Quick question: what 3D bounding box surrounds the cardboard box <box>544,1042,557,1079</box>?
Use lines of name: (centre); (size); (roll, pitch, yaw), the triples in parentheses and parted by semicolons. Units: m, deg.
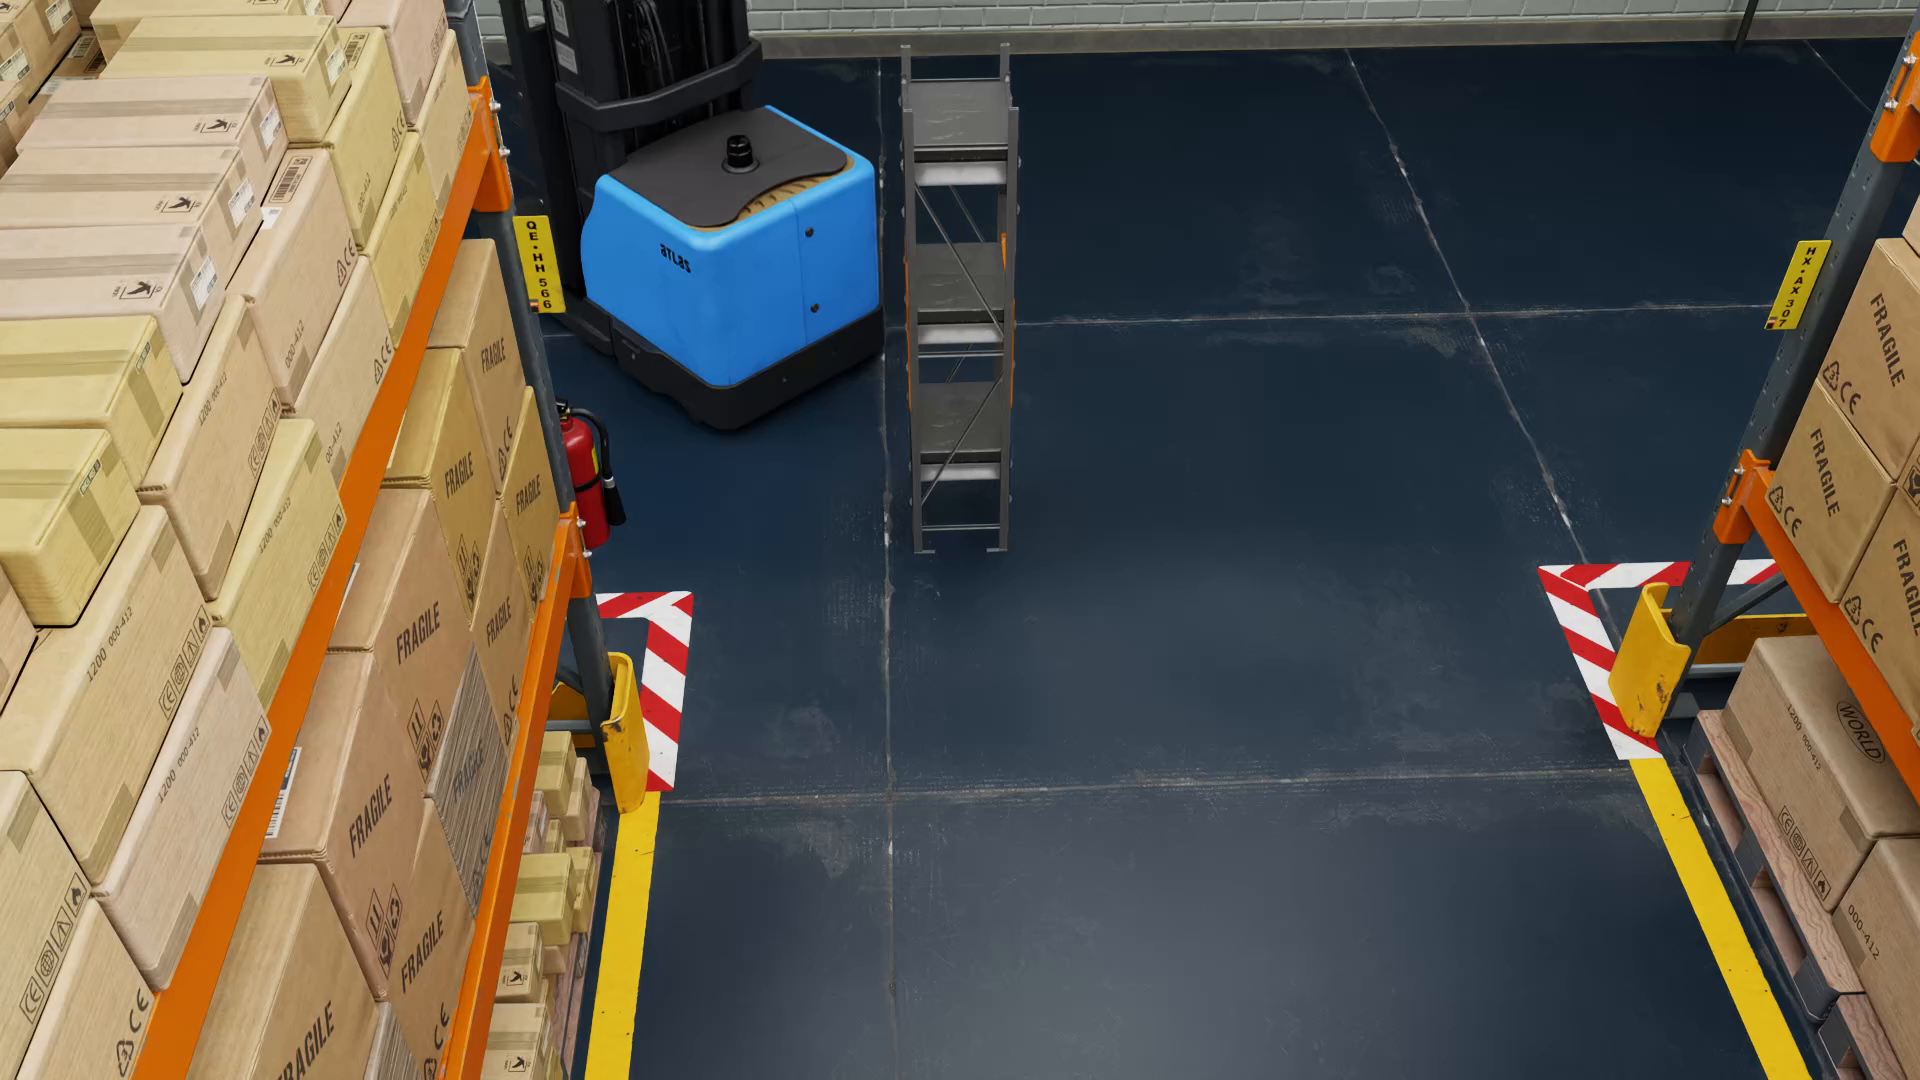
cardboard box: (-1.403, 1.587, 4.878); (0.380, 0.149, 0.250); (-1, 43, -1)

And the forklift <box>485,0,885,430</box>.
forklift: (-1.755, -2.492, 7.799); (1.130, 2.935, 3.031); (-33, 52, -31)

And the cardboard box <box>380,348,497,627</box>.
cardboard box: (-1.480, -0.119, 4.125); (0.500, 0.500, 0.500); (-3, 43, -3)

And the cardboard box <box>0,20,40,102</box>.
cardboard box: (-2.042, -0.882, 3.218); (0.380, 0.149, 0.250); (-1, 43, -1)

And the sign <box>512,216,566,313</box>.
sign: (-1.214, -0.793, 4.805); (0.100, 0.325, 0.005); (-2, 43, -2)

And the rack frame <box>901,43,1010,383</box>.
rack frame: (-0.017, -1.051, 6.842); (0.400, 2.100, 0.015); (-2, 43, -2)

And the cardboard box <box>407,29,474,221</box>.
cardboard box: (-1.486, -0.998, 4.010); (0.500, 0.250, 0.500); (-2, 43, -3)

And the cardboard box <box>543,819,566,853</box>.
cardboard box: (-1.504, 1.065, 5.447); (0.380, 0.149, 0.250); (-3, 43, -3)

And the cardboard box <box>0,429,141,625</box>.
cardboard box: (-1.378, -0.021, 2.279); (0.380, 0.149, 0.250); (0, 43, 0)

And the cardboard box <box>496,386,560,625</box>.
cardboard box: (-1.493, -0.098, 4.843); (0.500, 0.500, 0.500); (-1, 43, -1)

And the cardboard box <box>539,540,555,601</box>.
cardboard box: (-1.473, 0.057, 5.154); (0.380, 0.149, 0.250); (-2, 43, -2)

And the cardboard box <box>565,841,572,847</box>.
cardboard box: (-1.539, 0.998, 5.740); (0.380, 0.149, 0.250); (-1, 43, -1)

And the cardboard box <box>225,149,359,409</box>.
cardboard box: (-1.454, -0.487, 3.083); (0.500, 0.250, 0.500); (-1, 43, -1)

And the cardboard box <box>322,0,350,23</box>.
cardboard box: (-1.528, -1.245, 3.614); (0.380, 0.149, 0.250); (-1, 43, -1)

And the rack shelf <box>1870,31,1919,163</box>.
rack shelf: (3.257, 0.052, 3.286); (1.077, 0.370, 4.000); (-2, 43, -2)

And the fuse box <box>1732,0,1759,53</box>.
fuse box: (5.014, -3.751, 10.075); (0.539, 1.711, 0.414); (-2, 43, -2)

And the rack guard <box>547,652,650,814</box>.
rack guard: (-1.766, 0.725, 6.089); (1.175, 0.500, 0.348); (-2, 43, -2)

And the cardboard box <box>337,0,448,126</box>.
cardboard box: (-1.496, -1.179, 3.837); (0.500, 0.250, 0.500); (-3, 43, -3)

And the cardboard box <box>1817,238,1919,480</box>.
cardboard box: (2.908, -0.531, 4.795); (0.500, 0.500, 0.500); (-3, 43, -3)

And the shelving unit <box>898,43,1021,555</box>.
shelving unit: (-0.007, -0.886, 6.662); (0.431, 2.100, 0.503); (-2, 43, -2)

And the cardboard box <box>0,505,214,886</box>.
cardboard box: (-1.404, 0.210, 2.322); (0.500, 0.250, 0.500); (-1, 43, -1)

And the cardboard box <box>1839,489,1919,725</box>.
cardboard box: (2.955, 0.178, 4.762); (0.500, 0.500, 0.500); (-2, 43, -2)

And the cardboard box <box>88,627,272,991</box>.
cardboard box: (-1.388, 0.392, 2.493); (0.500, 0.250, 0.500); (0, 43, 0)

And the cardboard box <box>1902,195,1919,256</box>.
cardboard box: (2.910, -0.855, 4.669); (0.380, 0.149, 0.250); (-1, 43, -1)

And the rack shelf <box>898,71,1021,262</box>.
rack shelf: (-0.007, -1.392, 6.199); (0.431, 0.518, 0.480); (-2, 43, -2)

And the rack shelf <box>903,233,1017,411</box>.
rack shelf: (-0.007, -0.876, 6.672); (0.431, 0.518, 0.480); (-2, 43, -2)

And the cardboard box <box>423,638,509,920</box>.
cardboard box: (-1.445, 0.592, 4.090); (0.500, 0.500, 0.500); (-2, 43, -2)

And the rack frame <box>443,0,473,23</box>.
rack frame: (-1.769, -2.459, 3.273); (1.000, 3.000, 0.127); (-2, 43, -2)

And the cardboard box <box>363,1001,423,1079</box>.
cardboard box: (-1.382, 1.290, 3.329); (0.500, 0.500, 0.500); (-2, 43, -3)

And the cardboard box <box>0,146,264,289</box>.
cardboard box: (-1.439, -0.548, 2.854); (0.380, 0.149, 0.250); (-1, 43, -1)

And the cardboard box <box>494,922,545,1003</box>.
cardboard box: (-1.455, 1.299, 4.972); (0.380, 0.149, 0.250); (-3, 43, -4)

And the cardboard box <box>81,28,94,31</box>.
cardboard box: (-2.010, -1.172, 3.830); (0.500, 0.250, 0.500); (-1, 43, -1)

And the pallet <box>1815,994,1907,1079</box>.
pallet: (3.333, 1.929, 4.989); (1.003, 0.211, 1.213); (-2, 43, -2)

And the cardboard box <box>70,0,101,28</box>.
cardboard box: (-1.990, -1.232, 3.600); (0.380, 0.149, 0.250); (0, 43, 0)

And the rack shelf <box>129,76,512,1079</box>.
rack shelf: (-1.684, 0.262, 3.057); (1.077, 0.370, 4.000); (-2, 43, -2)

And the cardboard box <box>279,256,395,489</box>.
cardboard box: (-1.449, -0.319, 3.269); (0.500, 0.250, 0.500); (0, 43, 0)

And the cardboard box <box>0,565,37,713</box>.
cardboard box: (-1.412, 0.165, 2.077); (0.380, 0.149, 0.250); (-3, 43, -3)

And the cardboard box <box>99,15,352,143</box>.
cardboard box: (-1.418, -0.895, 3.233); (0.380, 0.149, 0.250); (-1, 43, -1)

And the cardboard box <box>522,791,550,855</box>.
cardboard box: (-1.540, 0.951, 5.352); (0.380, 0.149, 0.250); (-1, 43, -1)

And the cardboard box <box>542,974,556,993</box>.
cardboard box: (-1.501, 1.350, 5.357); (0.380, 0.149, 0.250); (-2, 43, -2)

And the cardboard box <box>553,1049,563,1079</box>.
cardboard box: (-1.404, 1.686, 4.990); (0.380, 0.149, 0.250); (-3, 43, -4)

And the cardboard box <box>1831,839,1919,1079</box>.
cardboard box: (3.347, 1.392, 5.097); (0.875, 0.438, 0.875); (-1, 43, -1)

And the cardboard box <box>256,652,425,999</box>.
cardboard box: (-1.423, 0.589, 3.353); (0.500, 0.500, 0.500); (-3, 43, -3)

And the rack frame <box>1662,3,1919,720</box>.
rack frame: (3.172, -0.458, 5.529); (1.000, 3.000, 0.127); (-2, 43, -2)
